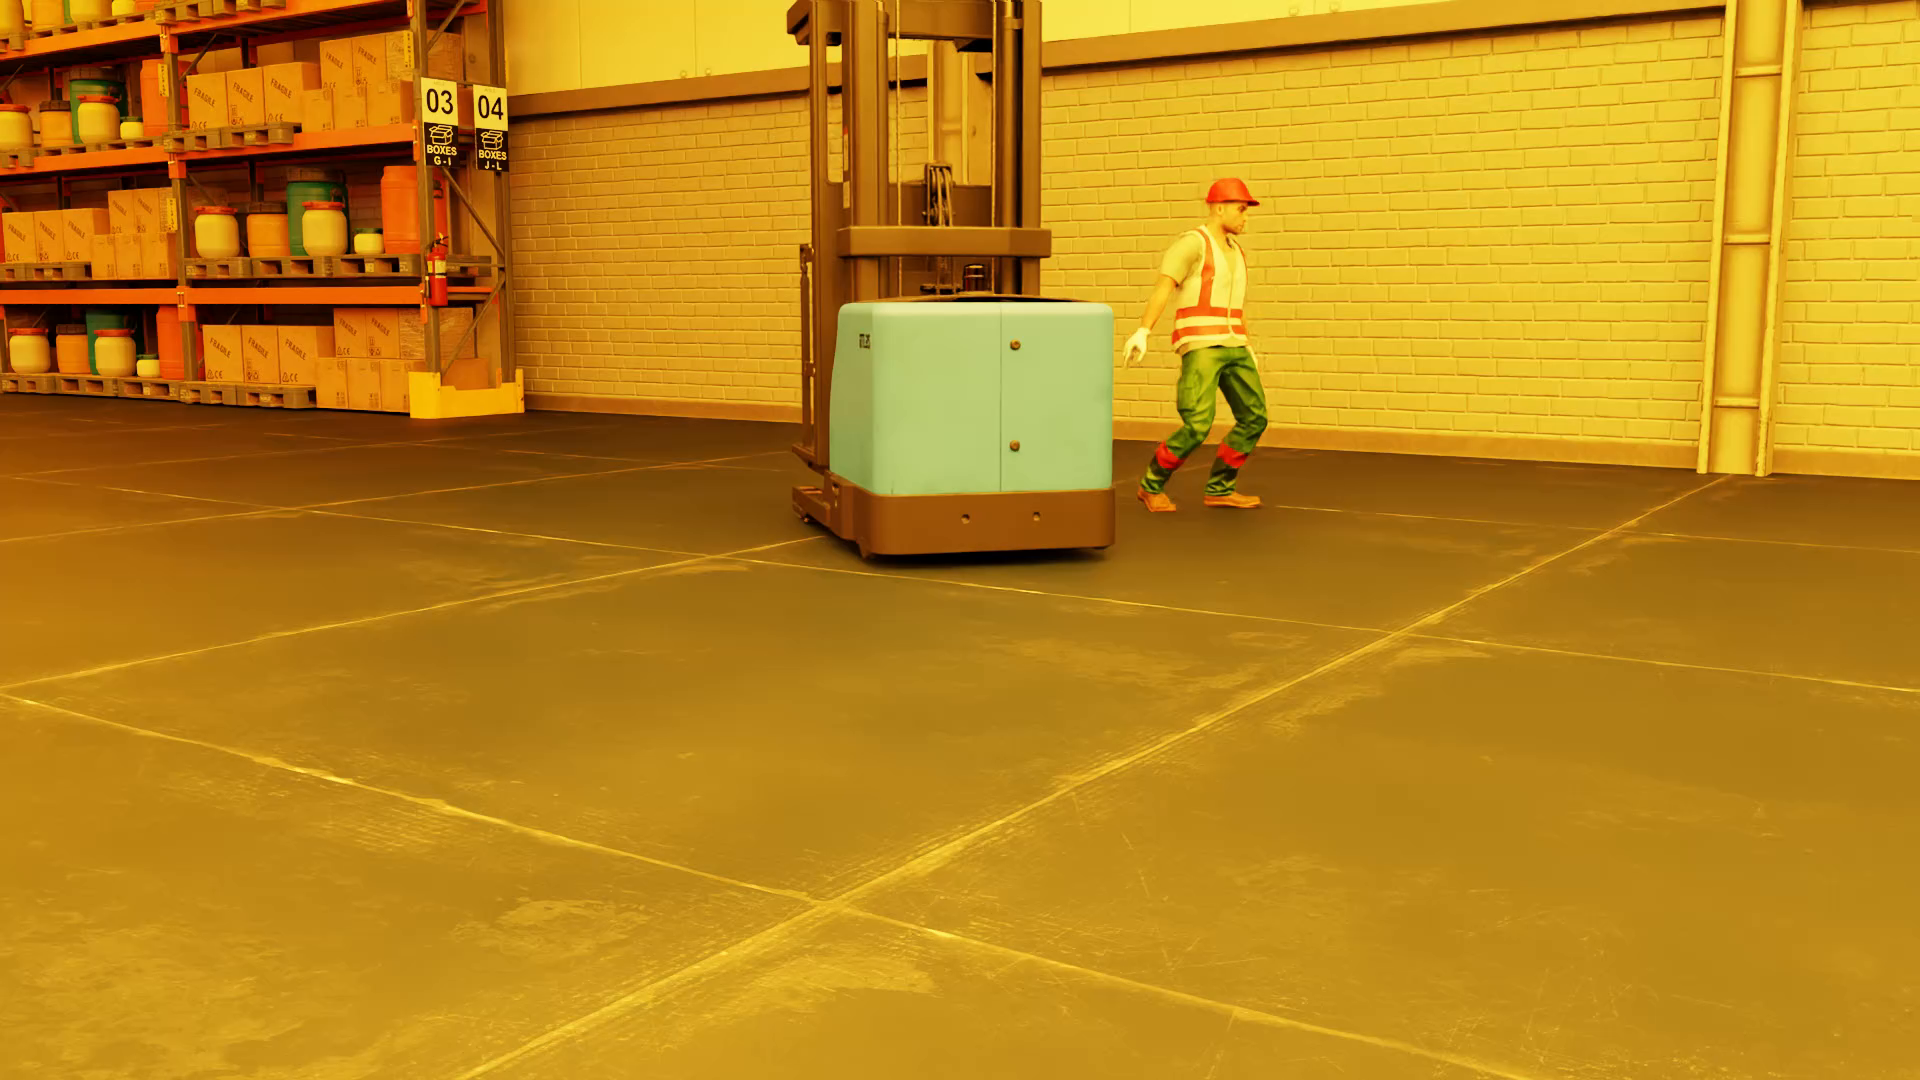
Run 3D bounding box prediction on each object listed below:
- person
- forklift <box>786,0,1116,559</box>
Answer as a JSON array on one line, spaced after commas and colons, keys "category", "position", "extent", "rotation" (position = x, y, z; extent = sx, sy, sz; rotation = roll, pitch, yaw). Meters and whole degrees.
[{"category": "person", "position": [1.203, -0.991, 8.531], "extent": [0.894, 1.702, 0.493], "rotation": [-7, 10, -39]}, {"category": "forklift", "position": [-0.219, -1.542, 8.035], "extent": [1.130, 2.935, 3.031], "rotation": [-2, 8, -15]}]
